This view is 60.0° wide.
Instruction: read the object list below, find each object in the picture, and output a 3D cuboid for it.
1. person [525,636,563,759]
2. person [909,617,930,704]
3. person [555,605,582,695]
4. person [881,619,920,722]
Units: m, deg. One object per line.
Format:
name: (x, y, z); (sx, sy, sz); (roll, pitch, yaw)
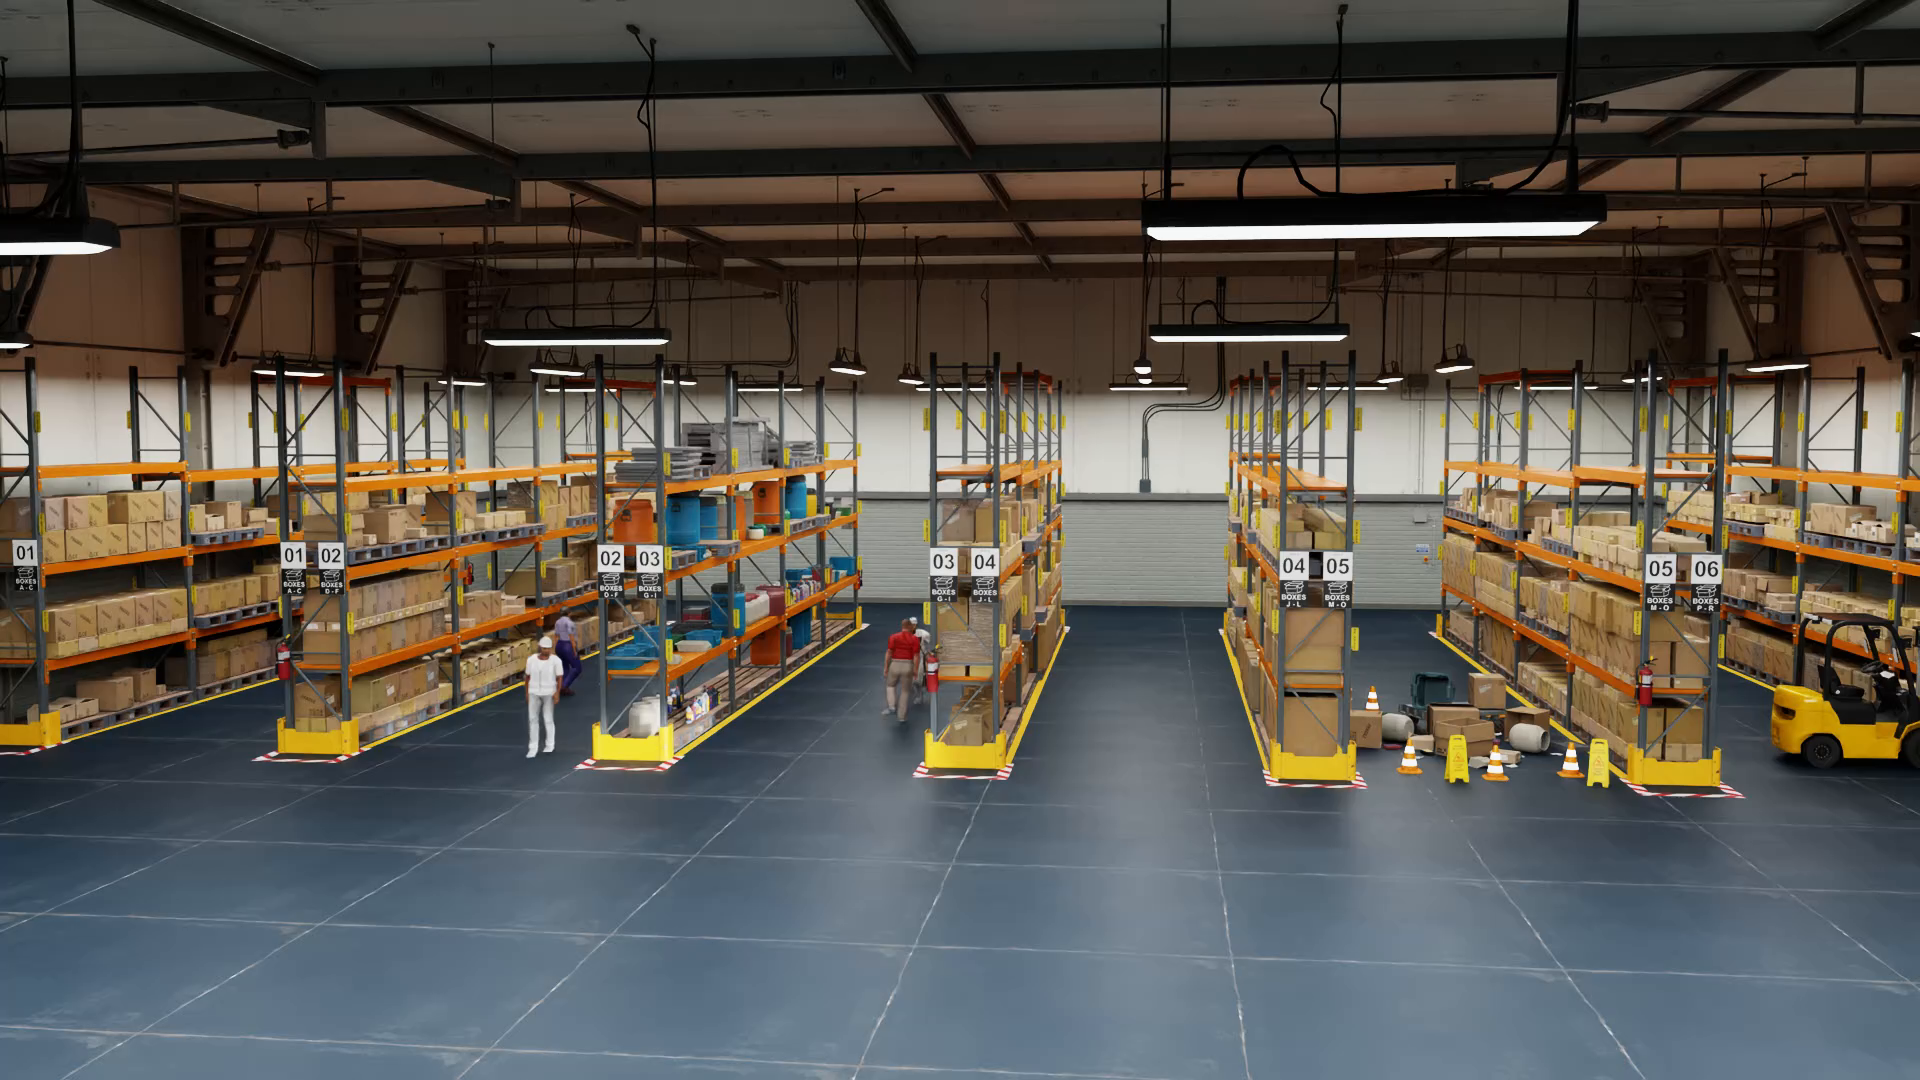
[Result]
person: (-6.297, 2.367, 25.048); (0.596, 1.811, 0.611); (0, 4, -2)
person: (-0.777, 2.135, 29.378); (0.610, 1.582, 0.758); (1, 4, 18)
person: (-7.243, 2.029, 30.484); (0.526, 1.648, 0.477); (3, 5, 37)
person: (-0.985, 2.172, 27.772); (0.658, 1.726, 0.489); (0, 4, 5)
